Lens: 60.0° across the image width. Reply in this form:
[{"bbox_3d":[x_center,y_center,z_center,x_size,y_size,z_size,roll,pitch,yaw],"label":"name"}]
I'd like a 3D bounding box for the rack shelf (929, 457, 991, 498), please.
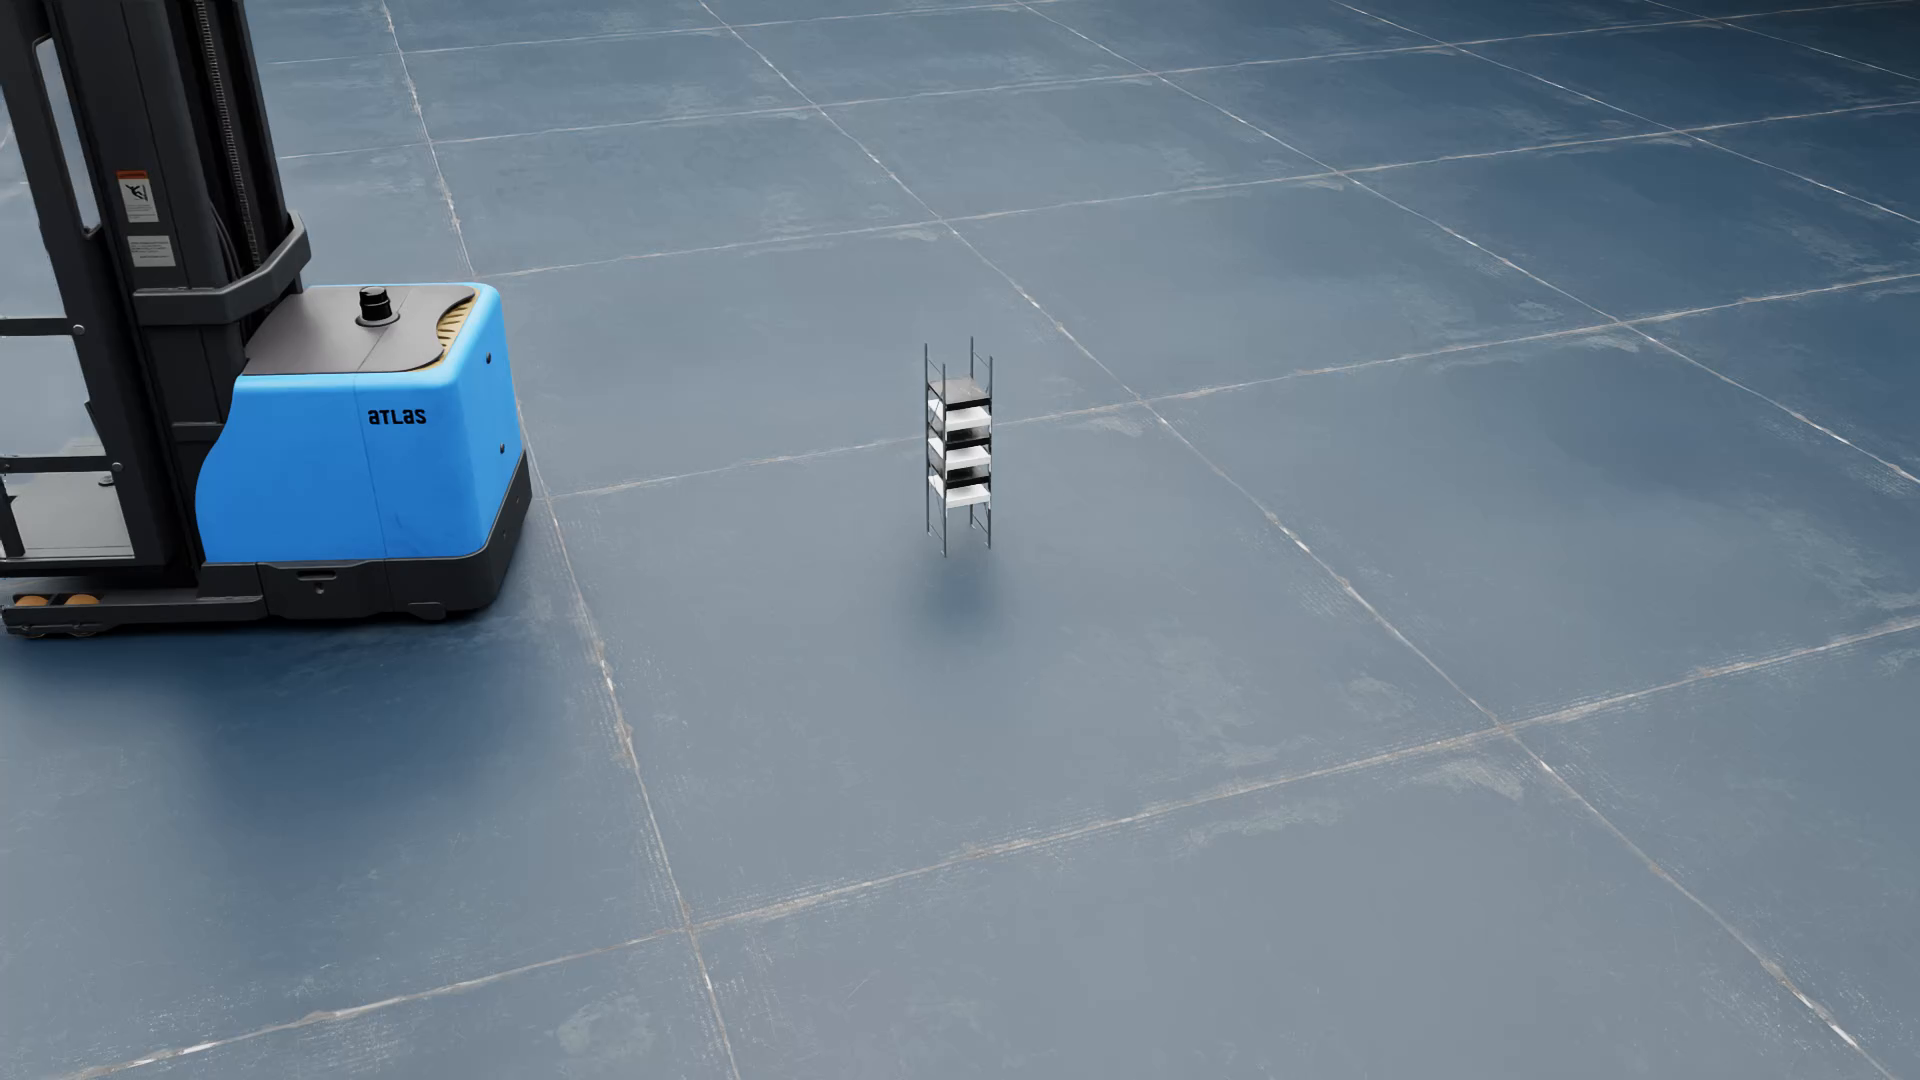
[{"bbox_3d":[-0.008,-0.282,7.086,0.200,0.077,0.258,-10,31,-18],"label":"rack shelf"}]

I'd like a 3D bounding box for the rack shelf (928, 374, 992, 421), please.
[{"bbox_3d":[-0.008,-0.595,6.908,0.200,0.077,0.258,-10,31,-18],"label":"rack shelf"}]

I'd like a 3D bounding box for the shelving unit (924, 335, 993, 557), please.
[{"bbox_3d":[-0.008,-0.390,7.025,0.210,0.900,0.258,-10,31,-18],"label":"shelving unit"}]

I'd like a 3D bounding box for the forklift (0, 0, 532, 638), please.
[{"bbox_3d":[-3.405,-1.154,6.315,3.031,2.935,1.130,-1,30,-3],"label":"forklift"}]

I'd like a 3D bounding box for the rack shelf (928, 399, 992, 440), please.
[{"bbox_3d":[-0.008,-0.517,6.952,0.200,0.077,0.258,-10,31,-18],"label":"rack shelf"}]

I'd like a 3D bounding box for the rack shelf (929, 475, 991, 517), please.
[{"bbox_3d":[-0.008,-0.204,7.130,0.200,0.077,0.258,-10,31,-18],"label":"rack shelf"}]

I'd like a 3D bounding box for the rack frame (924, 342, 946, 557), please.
[{"bbox_3d":[-0.103,-0.372,6.994,0.006,0.900,0.240,-10,31,-18],"label":"rack frame"}]

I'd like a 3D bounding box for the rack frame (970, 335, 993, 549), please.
[{"bbox_3d":[0.088,-0.407,7.056,0.006,0.900,0.240,-10,31,-18],"label":"rack frame"}]

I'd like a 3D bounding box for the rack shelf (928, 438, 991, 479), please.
[{"bbox_3d":[-0.008,-0.361,7.041,0.200,0.077,0.258,-10,31,-18],"label":"rack shelf"}]

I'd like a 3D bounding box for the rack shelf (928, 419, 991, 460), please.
[{"bbox_3d":[-0.008,-0.439,6.997,0.200,0.077,0.258,-10,31,-18],"label":"rack shelf"}]
